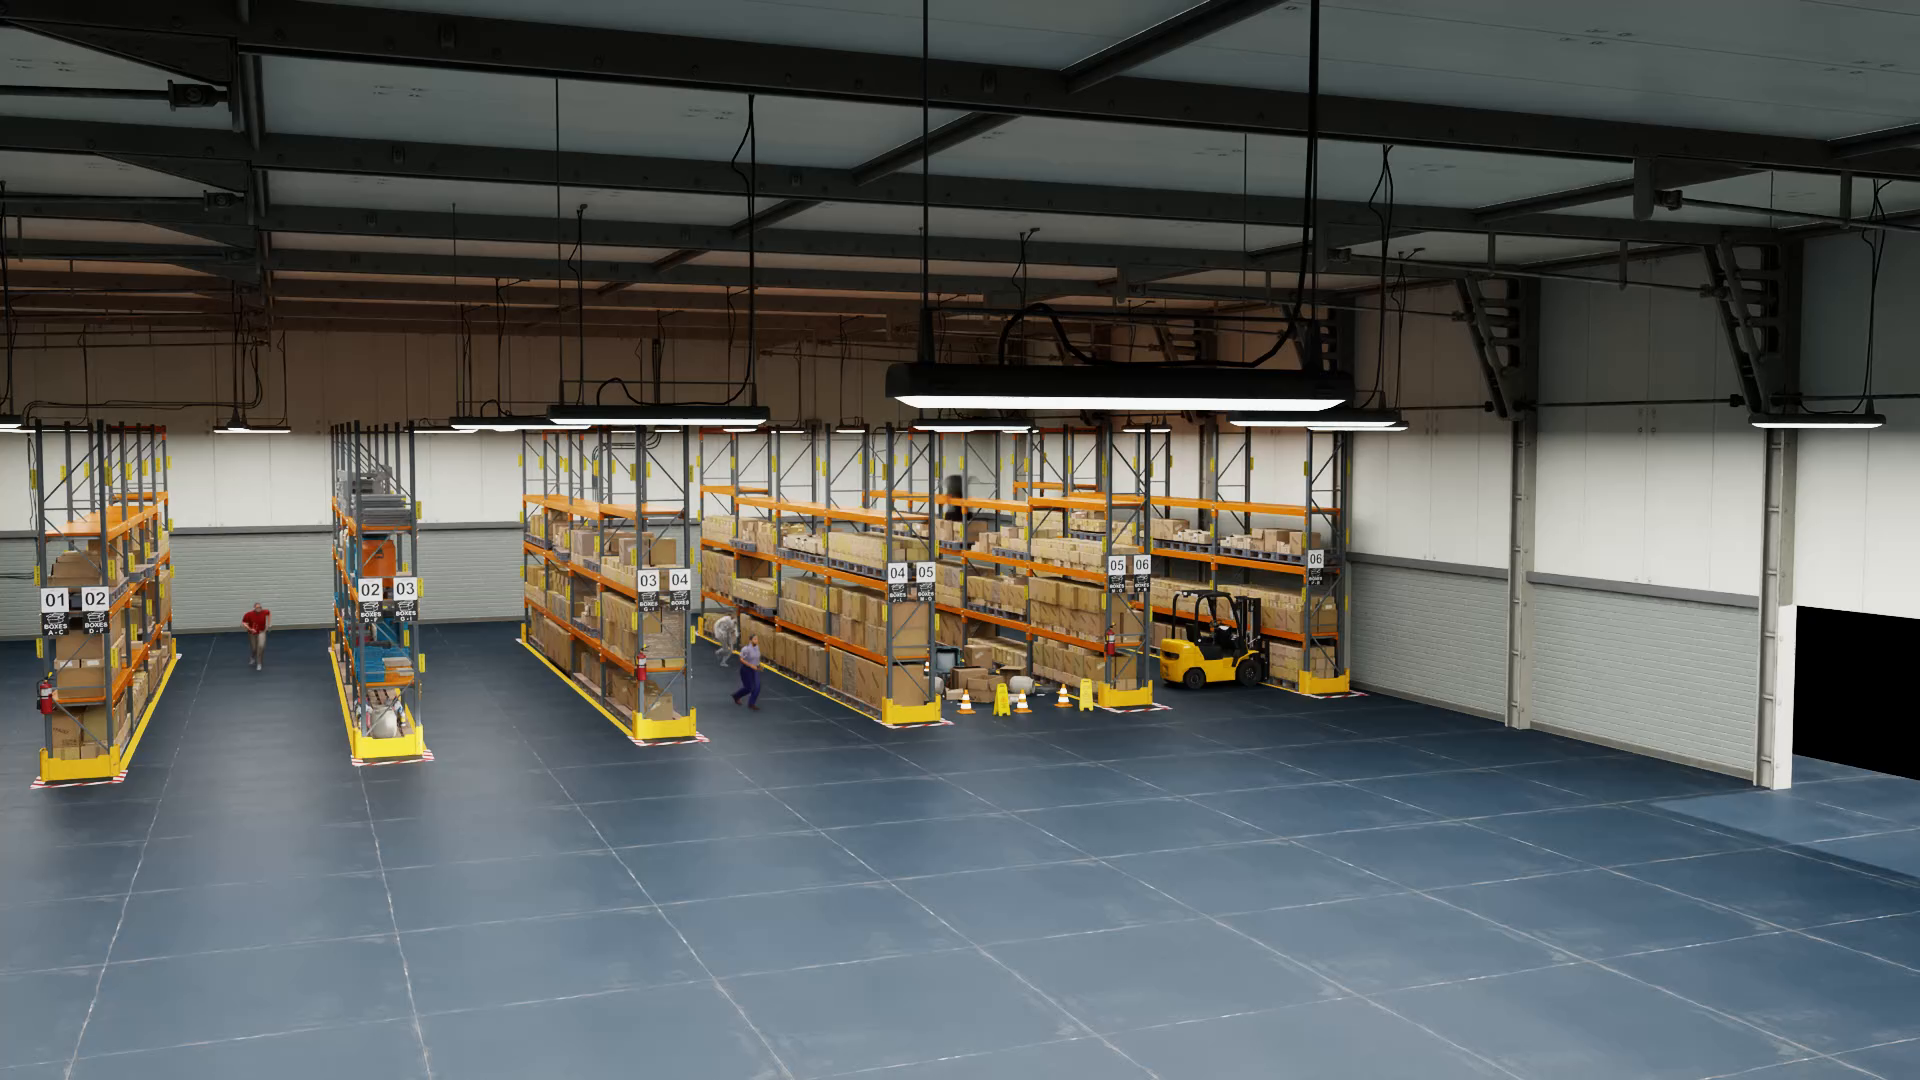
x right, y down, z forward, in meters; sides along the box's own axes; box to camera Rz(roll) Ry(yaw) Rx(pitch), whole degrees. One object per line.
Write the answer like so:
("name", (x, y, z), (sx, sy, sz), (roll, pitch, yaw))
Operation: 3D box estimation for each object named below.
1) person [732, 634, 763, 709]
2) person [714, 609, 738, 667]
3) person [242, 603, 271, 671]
("person", (-4.457, 2.765, 34.951), (0.716, 1.582, 0.604), (3, 4, 37))
("person", (-5.827, 2.420, 41.201), (0.639, 1.485, 0.821), (-3, 5, -42))
("person", (-17.382, 2.360, 41.048), (0.694, 1.694, 1.024), (-2, 4, -34))
